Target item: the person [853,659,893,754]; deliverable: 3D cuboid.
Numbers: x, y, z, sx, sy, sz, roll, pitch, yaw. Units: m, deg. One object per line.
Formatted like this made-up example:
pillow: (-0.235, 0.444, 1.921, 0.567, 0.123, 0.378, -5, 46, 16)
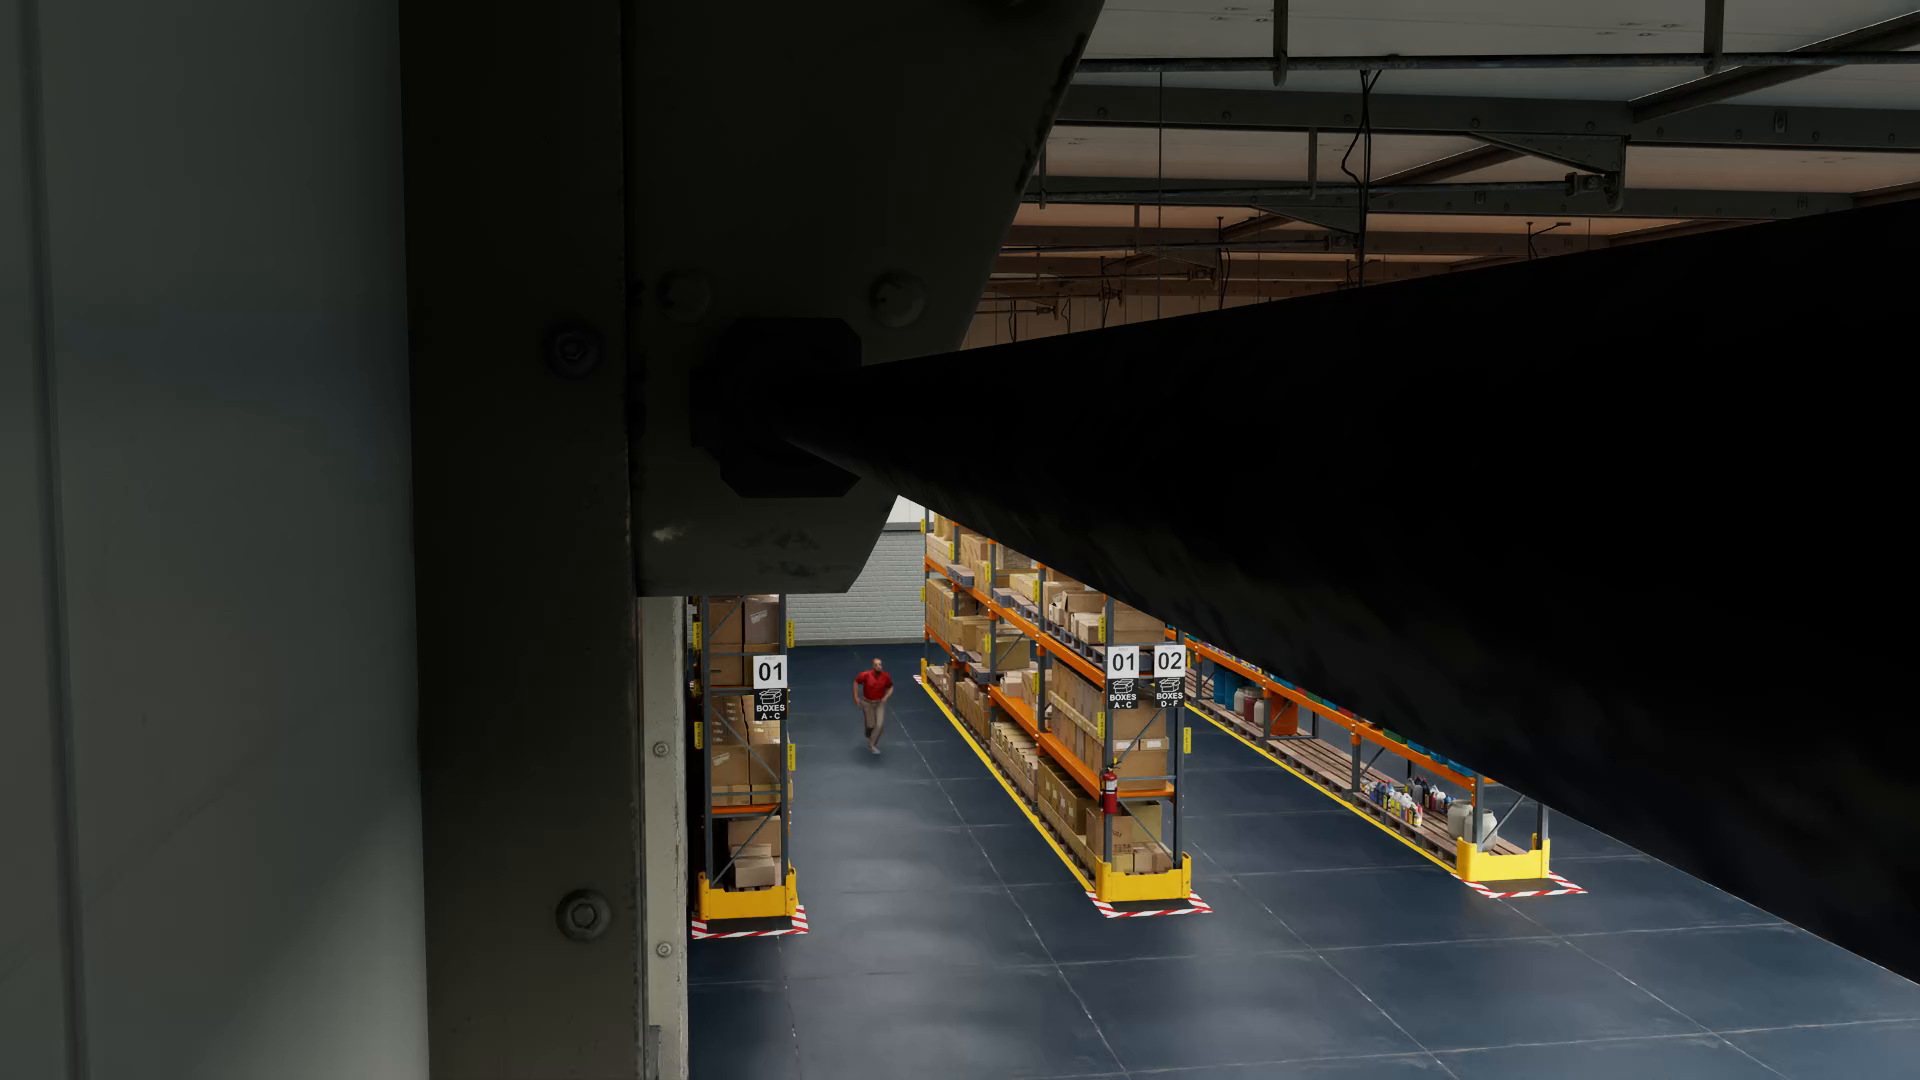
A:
person: (-1.527, 2.927, 29.436, 0.702, 1.686, 0.704, -1, 5, -15)
